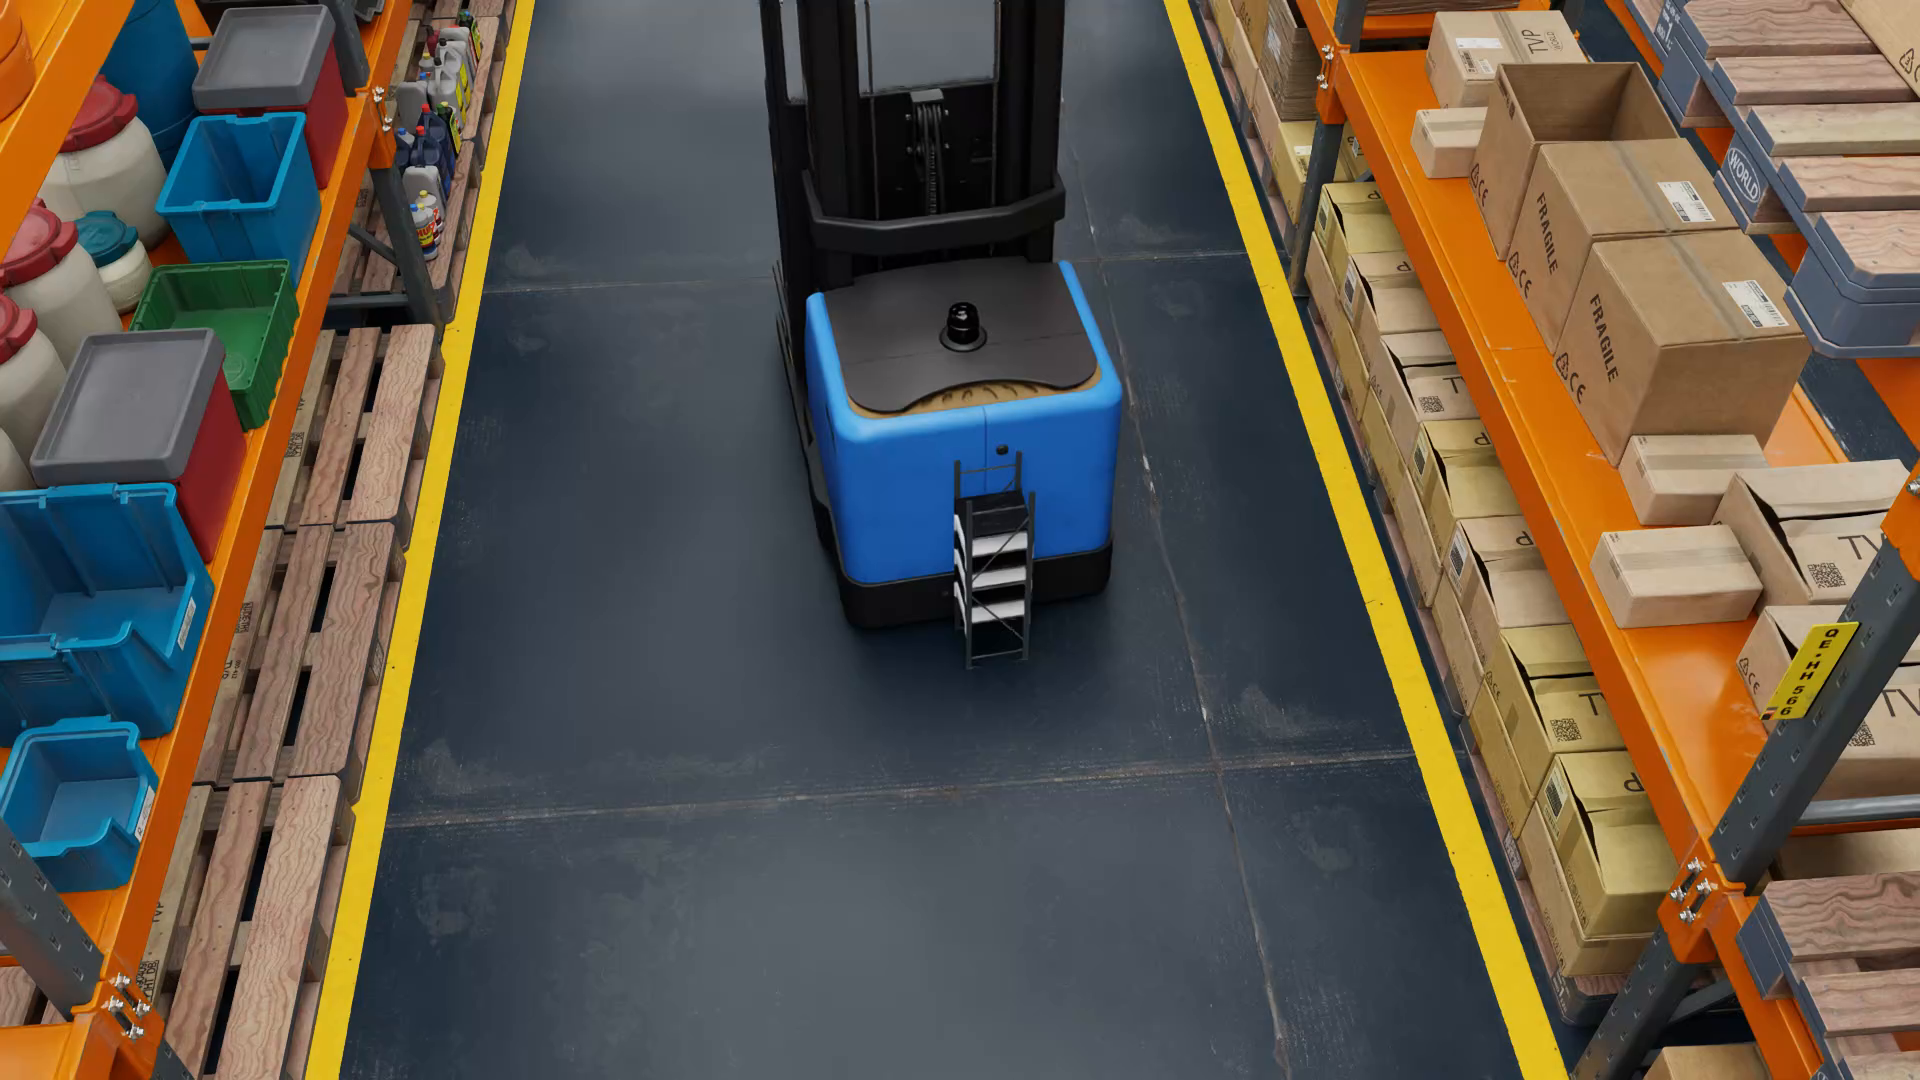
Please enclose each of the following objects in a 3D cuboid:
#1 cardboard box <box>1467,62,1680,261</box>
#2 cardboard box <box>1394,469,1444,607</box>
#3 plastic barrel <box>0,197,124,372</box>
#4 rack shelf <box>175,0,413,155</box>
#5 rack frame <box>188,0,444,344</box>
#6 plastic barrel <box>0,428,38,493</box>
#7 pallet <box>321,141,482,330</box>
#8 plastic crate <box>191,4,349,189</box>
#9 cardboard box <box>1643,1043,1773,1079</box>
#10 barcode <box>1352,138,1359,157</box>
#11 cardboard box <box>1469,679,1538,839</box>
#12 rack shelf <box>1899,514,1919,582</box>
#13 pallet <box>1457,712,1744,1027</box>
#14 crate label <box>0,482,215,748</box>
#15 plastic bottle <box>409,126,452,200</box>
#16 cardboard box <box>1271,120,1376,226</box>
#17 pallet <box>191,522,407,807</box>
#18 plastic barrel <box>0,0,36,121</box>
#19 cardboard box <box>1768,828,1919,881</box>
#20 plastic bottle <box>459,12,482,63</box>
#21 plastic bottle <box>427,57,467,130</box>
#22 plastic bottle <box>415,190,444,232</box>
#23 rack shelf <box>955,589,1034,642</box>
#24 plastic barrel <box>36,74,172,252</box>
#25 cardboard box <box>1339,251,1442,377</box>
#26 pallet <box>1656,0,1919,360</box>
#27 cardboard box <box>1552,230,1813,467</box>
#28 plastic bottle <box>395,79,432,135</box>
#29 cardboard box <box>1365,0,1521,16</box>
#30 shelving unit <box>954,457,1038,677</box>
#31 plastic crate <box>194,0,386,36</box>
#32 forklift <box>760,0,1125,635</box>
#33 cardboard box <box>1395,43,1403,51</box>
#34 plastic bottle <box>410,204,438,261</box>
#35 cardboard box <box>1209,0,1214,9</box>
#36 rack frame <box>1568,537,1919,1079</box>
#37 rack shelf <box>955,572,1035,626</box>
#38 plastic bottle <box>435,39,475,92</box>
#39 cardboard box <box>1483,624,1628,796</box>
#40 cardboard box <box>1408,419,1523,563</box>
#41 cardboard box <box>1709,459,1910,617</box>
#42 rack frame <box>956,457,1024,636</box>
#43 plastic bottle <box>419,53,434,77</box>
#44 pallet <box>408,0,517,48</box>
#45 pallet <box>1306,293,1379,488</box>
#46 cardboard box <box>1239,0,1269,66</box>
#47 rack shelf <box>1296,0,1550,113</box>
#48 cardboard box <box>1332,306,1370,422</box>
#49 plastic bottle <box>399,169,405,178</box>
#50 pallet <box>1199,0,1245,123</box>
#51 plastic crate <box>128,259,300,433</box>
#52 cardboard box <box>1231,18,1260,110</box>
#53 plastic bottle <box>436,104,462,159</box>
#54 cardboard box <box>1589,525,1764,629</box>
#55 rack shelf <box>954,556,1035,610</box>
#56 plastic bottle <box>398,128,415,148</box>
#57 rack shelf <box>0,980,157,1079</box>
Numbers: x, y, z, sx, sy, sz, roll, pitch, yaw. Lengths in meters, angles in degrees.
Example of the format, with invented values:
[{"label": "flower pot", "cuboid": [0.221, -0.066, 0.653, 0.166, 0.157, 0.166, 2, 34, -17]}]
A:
[{"label": "cardboard box", "cuboid": [2.152, -1.340, 5.884, 0.500, 0.500, 0.500, 0, 47, 0]}, {"label": "cardboard box", "cuboid": [1.976, -0.023, 6.310, 0.500, 0.250, 0.500, -3, 47, -3]}, {"label": "plastic barrel", "cuboid": [-2.953, -0.755, 5.306, 0.433, 0.535, 0.433, 0, 47, 0]}, {"label": "rack shelf", "cuboid": [-3.043, -3.145, 8.158, 1.077, 0.370, 4.000, -3, 47, -3]}, {"label": "rack frame", "cuboid": [-2.876, -1.945, 6.526, 1.000, 3.000, 0.127, -3, 47, -3]}, {"label": "plastic barrel", "cuboid": [-2.875, -0.126, 4.726, 0.421, 0.512, 0.421, 0, 47, 0]}, {"label": "pallet", "cuboid": [-2.891, -1.475, 8.001, 1.003, 0.211, 1.213, -3, 47, -3]}, {"label": "plastic crate", "cuboid": [-2.531, -1.635, 6.189, 0.402, 0.464, 0.583, -3, 47, -3]}, {"label": "cardboard box", "cuboid": [2.148, 1.706, 4.487, 0.500, 0.500, 0.500, -2, 47, -2]}, {"label": "barcode", "cuboid": [1.667, -1.655, 7.009, 0.001, 0.075, 0.075, -3, 47, -3]}, {"label": "cardboard box", "cuboid": [2.061, 0.713, 5.613, 0.500, 0.250, 0.500, -4, 47, -4]}, {"label": "rack shelf", "cuboid": [2.563, 1.314, 1.870, 1.077, 0.370, 4.000, -3, 47, -3]}, {"label": "pallet", "cuboid": [2.365, 1.011, 5.647, 1.003, 0.211, 1.213, -3, 47, -3]}, {"label": "crate label", "cuboid": [-2.355, 0.202, 4.469, 0.502, 0.435, 0.616, -3, 47, -3]}, {"label": "plastic bottle", "cuboid": [-2.530, -1.795, 7.905, 0.144, 0.351, 0.185, -2, 47, -2]}, {"label": "cardboard box", "cuboid": [1.804, -1.765, 7.960, 0.500, 0.250, 0.500, -3, 47, -3]}, {"label": "pallet", "cuboid": [-2.666, 0.464, 6.165, 1.003, 0.211, 1.213, -3, 47, -3]}, {"label": "plastic barrel", "cuboid": [-2.448, -1.311, 3.564, 0.600, 0.830, 0.708, -3, 47, -3]}, {"label": "cardboard box", "cuboid": [2.644, 0.862, 5.086, 0.500, 0.311, 0.500, -2, 47, -2]}, {"label": "plastic bottle", "cuboid": [-2.592, -2.671, 8.781, 0.061, 0.283, 0.133, -2, 47, -2]}, {"label": "plastic bottle", "cuboid": [-2.581, -2.239, 8.326, 0.144, 0.351, 0.185, -4, 47, -4]}, {"label": "plastic bottle", "cuboid": [-2.483, -1.538, 7.765, 0.097, 0.201, 0.097, 0, 47, 0]}, {"label": "rack shelf", "cuboid": [0.126, 0.260, 6.177, 0.258, 0.077, 0.200, -9, 47, -8]}, {"label": "plastic barrel", "cuboid": [-3.014, -1.286, 5.809, 0.433, 0.535, 0.433, 0, 47, 0]}, {"label": "cardboard box", "cuboid": [1.883, -0.959, 6.810, 0.500, 0.311, 0.500, -4, 47, -4]}, {"label": "pallet", "cuboid": [2.249, -0.801, 3.507, 1.213, 0.211, 1.003, -2, 47, -1]}, {"label": "cardboard box", "cuboid": [2.238, -0.597, 5.180, 0.500, 0.500, 0.500, -6, 47, -5]}, {"label": "plastic bottle", "cuboid": [-2.727, -2.186, 8.327, 0.152, 0.276, 0.135, -3, 47, -3]}, {"label": "cardboard box", "cuboid": [2.017, -2.598, 7.076, 0.700, 0.500, 0.500, -5, 47, -4]}, {"label": "shelving unit", "cuboid": [0.126, 0.114, 6.023, 0.258, 0.900, 0.210, -9, 47, -8]}, {"label": "plastic crate", "cuboid": [-2.793, -2.310, 6.915, 0.767, 0.338, 0.504, -3, 47, -3]}, {"label": "forklift", "cuboid": [-0.208, -1.738, 6.377, 1.130, 2.935, 3.031, -9, 47, -8]}, {"label": "cardboard box", "cuboid": [2.284, -2.416, 8.060, 0.500, 0.500, 0.500, -3, 47, -3]}, {"label": "plastic bottle", "cuboid": [-2.466, -1.415, 7.601, 0.097, 0.271, 0.097, 0, 47, 0]}, {"label": "cardboard box", "cuboid": [1.636, -3.212, 9.330, 0.500, 0.250, 0.500, -3, 47, -3]}, {"label": "rack frame", "cuboid": [2.395, 0.651, 4.068, 1.000, 3.000, 0.127, -3, 47, -3]}, {"label": "rack shelf", "cuboid": [0.126, 0.199, 6.112, 0.258, 0.077, 0.200, -9, 47, -8]}, {"label": "plastic bottle", "cuboid": [-2.615, -2.467, 8.594, 0.152, 0.276, 0.135, -5, 47, -4]}, {"label": "cardboard box", "cuboid": [2.056, 0.519, 5.411, 0.500, 0.311, 0.500, -4, 47, -4]}, {"label": "cardboard box", "cuboid": [1.977, -0.209, 6.100, 0.500, 0.311, 0.500, -2, 47, -2]}, {"label": "cardboard box", "cuboid": [2.513, 0.022, 4.724, 0.500, 0.311, 0.500, -4, 47, -4]}, {"label": "rack frame", "cuboid": [0.105, 0.041, 6.091, 0.240, 0.900, 0.006, -9, 47, -8]}, {"label": "plastic bottle", "cuboid": [-2.738, -2.421, 8.601, 0.097, 0.201, 0.097, 0, 47, 0]}, {"label": "pallet", "cuboid": [-3.095, -3.240, 9.673, 1.003, 0.211, 1.213, -3, 47, -3]}, {"label": "pallet", "cuboid": [2.161, -0.754, 7.319, 1.003, 0.211, 1.213, -3, 47, -3]}, {"label": "cardboard box", "cuboid": [1.728, -2.746, 8.373, 0.500, 0.500, 0.500, -3, 47, -3]}, {"label": "rack shelf", "cuboid": [1.893, -3.443, 8.440, 1.077, 0.370, 4.000, -3, 47, -3]}, {"label": "cardboard box", "cuboid": [1.889, -0.766, 7.014, 0.500, 0.250, 0.500, -2, 47, -2]}, {"label": "plastic bottle", "cuboid": [-2.626, -1.645, 7.810, 0.061, 0.283, 0.133, -3, 47, -3]}, {"label": "pallet", "cuboid": [1.930, -2.747, 9.206, 1.003, 0.211, 1.213, -3, 47, -3]}, {"label": "plastic crate", "cuboid": [-2.449, -0.629, 5.426, 0.450, 0.188, 0.662, -3, 47, -3]}, {"label": "cardboard box", "cuboid": [1.715, -2.488, 8.645, 0.500, 0.250, 0.500, -3, 47, -3]}, {"label": "plastic bottle", "cuboid": [-2.518, -2.030, 8.175, 0.061, 0.283, 0.133, -2, 47, -2]}, {"label": "cardboard box", "cuboid": [2.045, 0.103, 4.759, 0.380, 0.149, 0.250, -3, 47, -3]}, {"label": "rack shelf", "cuboid": [0.126, 0.137, 6.047, 0.258, 0.077, 0.200, -9, 47, -8]}, {"label": "plastic bottle", "cuboid": [-2.662, -1.865, 8.026, 0.097, 0.271, 0.097, 0, 47, 0]}, {"label": "rack shelf", "cuboid": [-2.374, 2.643, 2.676, 1.077, 0.370, 4.000, -3, 47, -3]}]
